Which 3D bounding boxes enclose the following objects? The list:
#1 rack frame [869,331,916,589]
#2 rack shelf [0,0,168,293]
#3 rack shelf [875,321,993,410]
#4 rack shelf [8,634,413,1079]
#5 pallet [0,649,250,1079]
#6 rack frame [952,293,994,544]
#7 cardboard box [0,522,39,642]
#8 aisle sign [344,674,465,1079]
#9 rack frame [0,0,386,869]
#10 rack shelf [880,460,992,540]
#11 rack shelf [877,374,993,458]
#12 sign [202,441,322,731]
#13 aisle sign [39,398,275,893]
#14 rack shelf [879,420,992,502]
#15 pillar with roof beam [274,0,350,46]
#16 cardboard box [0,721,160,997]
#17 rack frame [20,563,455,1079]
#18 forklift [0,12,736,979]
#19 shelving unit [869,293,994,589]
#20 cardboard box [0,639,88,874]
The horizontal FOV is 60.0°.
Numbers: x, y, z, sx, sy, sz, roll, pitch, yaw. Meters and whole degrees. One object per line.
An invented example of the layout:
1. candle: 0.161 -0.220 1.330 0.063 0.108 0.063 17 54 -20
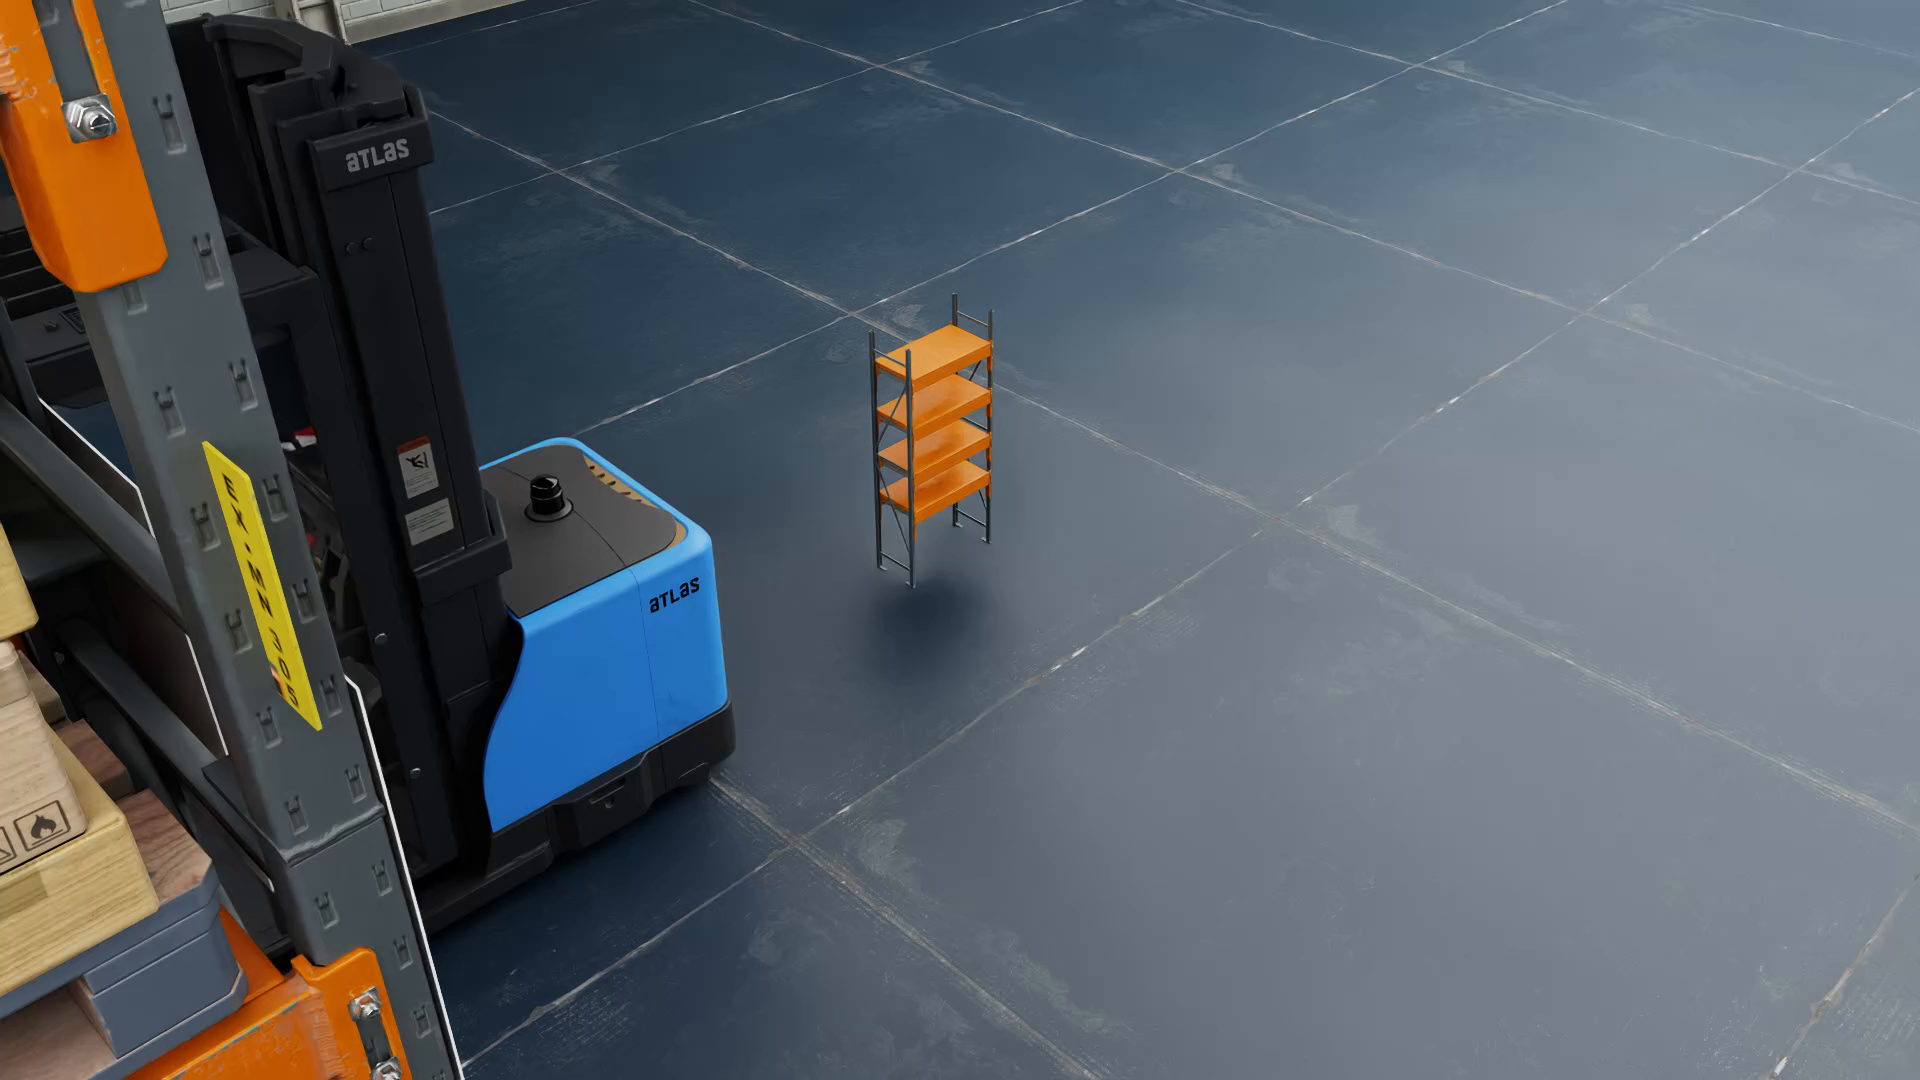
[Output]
1. rack frame: -0.289 -0.326 7.168 0.240 1.200 0.015 30 45 35
2. rack shelf: -2.507 0.200 0.575 1.077 0.370 4.000 30 45 35
3. rack shelf: -0.117 -0.747 7.086 0.258 0.148 0.480 30 45 35
4. rack shelf: -2.507 1.266 1.319 1.077 0.370 4.000 30 45 35
5. pallet: -1.613 0.501 1.865 1.003 0.211 1.213 30 45 35
6. rack frame: 0.055 -0.524 7.452 0.240 1.200 0.015 30 45 35
7. cardboard box: -1.095 -0.005 1.580 0.250 0.149 0.380 -29 44 -35
8. aisle sign: -0.835 0.415 2.260 0.394 0.787 0.004 30 45 35
9. rack frame: -1.098 -1.071 1.419 1.000 3.000 0.127 30 45 35
10. rack shelf: -0.117 -0.207 7.463 0.258 0.148 0.480 30 45 35
11. rack shelf: -0.117 -0.553 7.221 0.258 0.148 0.480 30 45 35
12. sign: -0.723 0.053 1.725 0.100 0.325 0.005 30 45 35
13. aisle sign: -1.261 0.173 2.607 0.394 0.787 0.004 30 45 35
14. rack shelf: -0.117 -0.370 7.349 0.258 0.148 0.480 30 45 35
15. pillar with roof beam: -2.055 -5.805 8.208 9.100 9.000 0.400 30 45 35
16. cardboard box: -1.092 0.320 1.811 0.380 0.149 0.250 29 44 35
17. rack frame: -1.098 1.389 3.136 1.000 3.000 0.127 30 45 35
18. forklift: -2.295 0.030 5.145 3.031 2.935 1.130 -28 44 -34
19. shelving unit: -0.117 -0.425 7.310 0.258 1.200 0.503 30 45 35
20. cardboard box: -1.245 0.197 1.640 0.500 0.250 0.500 -29 44 -35
